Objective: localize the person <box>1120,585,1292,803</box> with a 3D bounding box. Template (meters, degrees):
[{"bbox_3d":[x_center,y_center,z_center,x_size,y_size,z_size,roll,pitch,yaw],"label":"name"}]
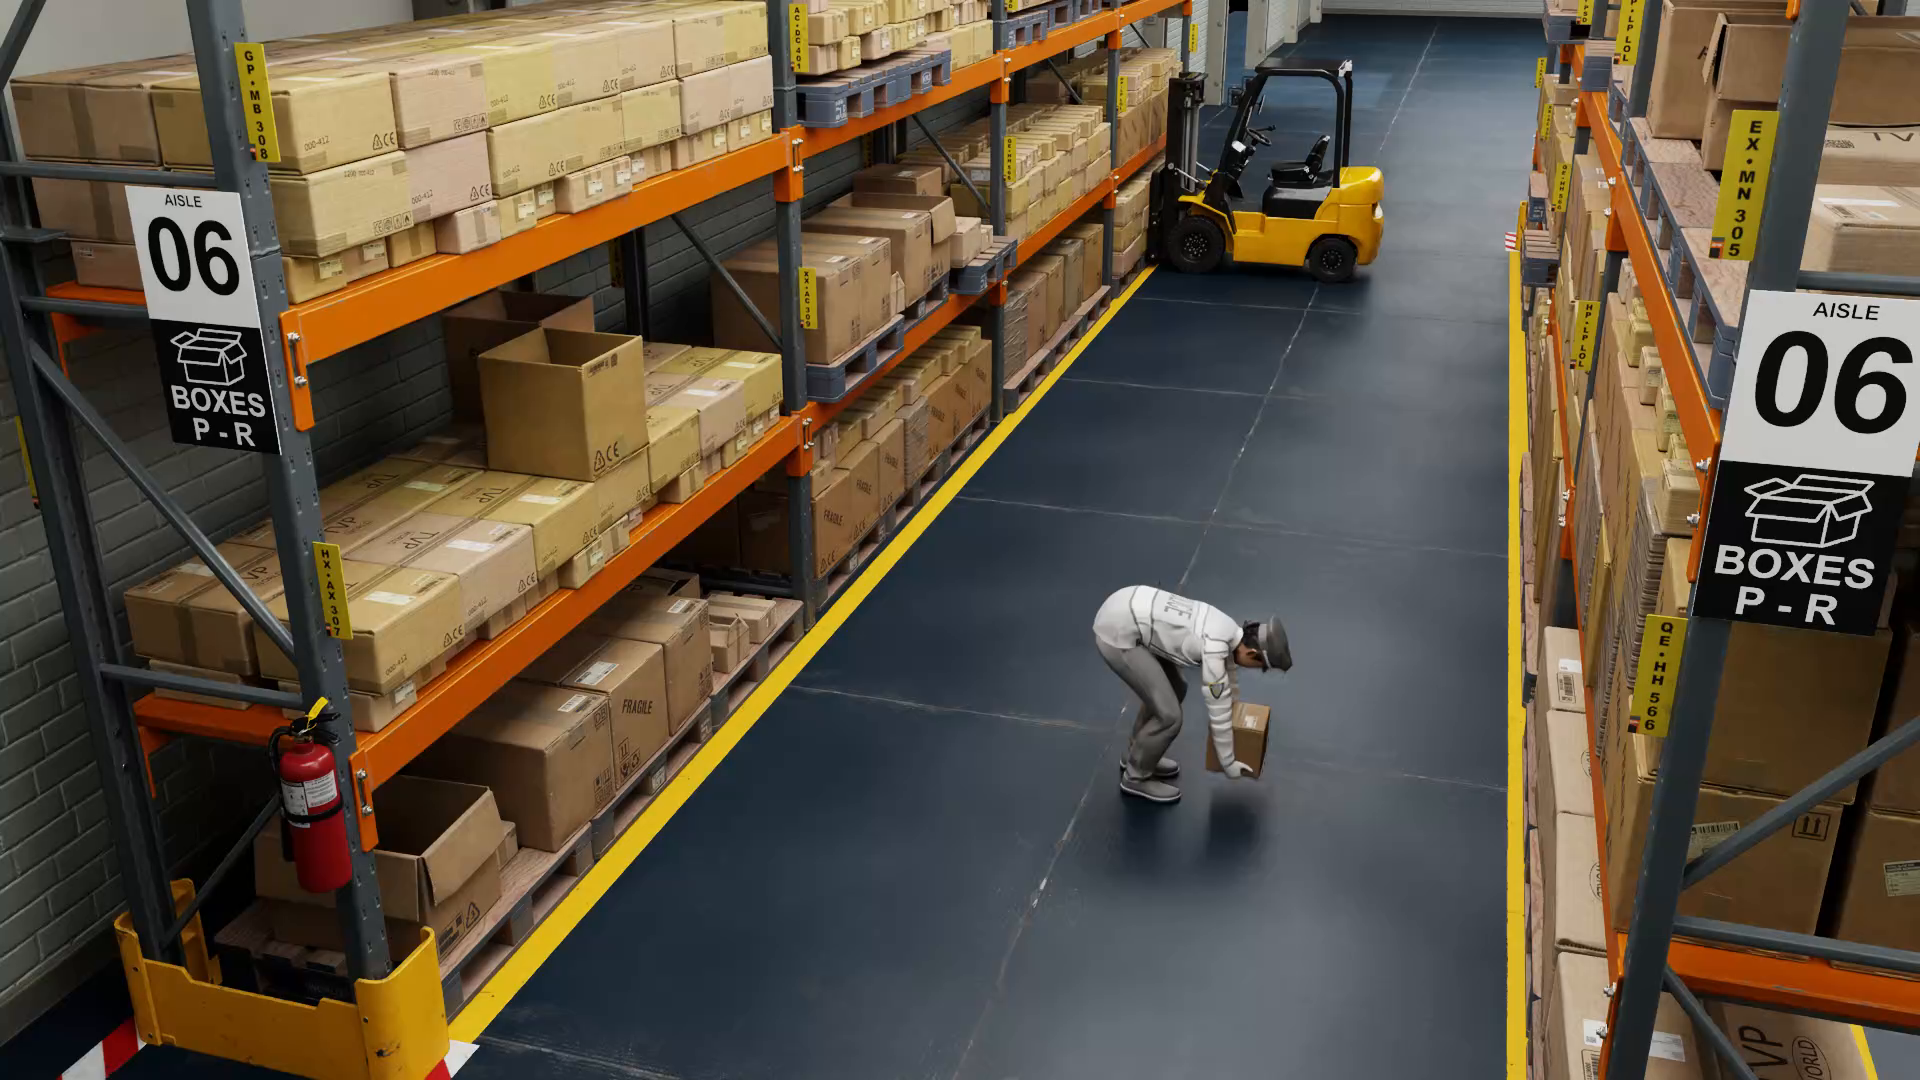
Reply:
[{"bbox_3d":[1.127,0.726,7.700,0.782,0.990,0.378,5,23,13],"label":"person"}]
